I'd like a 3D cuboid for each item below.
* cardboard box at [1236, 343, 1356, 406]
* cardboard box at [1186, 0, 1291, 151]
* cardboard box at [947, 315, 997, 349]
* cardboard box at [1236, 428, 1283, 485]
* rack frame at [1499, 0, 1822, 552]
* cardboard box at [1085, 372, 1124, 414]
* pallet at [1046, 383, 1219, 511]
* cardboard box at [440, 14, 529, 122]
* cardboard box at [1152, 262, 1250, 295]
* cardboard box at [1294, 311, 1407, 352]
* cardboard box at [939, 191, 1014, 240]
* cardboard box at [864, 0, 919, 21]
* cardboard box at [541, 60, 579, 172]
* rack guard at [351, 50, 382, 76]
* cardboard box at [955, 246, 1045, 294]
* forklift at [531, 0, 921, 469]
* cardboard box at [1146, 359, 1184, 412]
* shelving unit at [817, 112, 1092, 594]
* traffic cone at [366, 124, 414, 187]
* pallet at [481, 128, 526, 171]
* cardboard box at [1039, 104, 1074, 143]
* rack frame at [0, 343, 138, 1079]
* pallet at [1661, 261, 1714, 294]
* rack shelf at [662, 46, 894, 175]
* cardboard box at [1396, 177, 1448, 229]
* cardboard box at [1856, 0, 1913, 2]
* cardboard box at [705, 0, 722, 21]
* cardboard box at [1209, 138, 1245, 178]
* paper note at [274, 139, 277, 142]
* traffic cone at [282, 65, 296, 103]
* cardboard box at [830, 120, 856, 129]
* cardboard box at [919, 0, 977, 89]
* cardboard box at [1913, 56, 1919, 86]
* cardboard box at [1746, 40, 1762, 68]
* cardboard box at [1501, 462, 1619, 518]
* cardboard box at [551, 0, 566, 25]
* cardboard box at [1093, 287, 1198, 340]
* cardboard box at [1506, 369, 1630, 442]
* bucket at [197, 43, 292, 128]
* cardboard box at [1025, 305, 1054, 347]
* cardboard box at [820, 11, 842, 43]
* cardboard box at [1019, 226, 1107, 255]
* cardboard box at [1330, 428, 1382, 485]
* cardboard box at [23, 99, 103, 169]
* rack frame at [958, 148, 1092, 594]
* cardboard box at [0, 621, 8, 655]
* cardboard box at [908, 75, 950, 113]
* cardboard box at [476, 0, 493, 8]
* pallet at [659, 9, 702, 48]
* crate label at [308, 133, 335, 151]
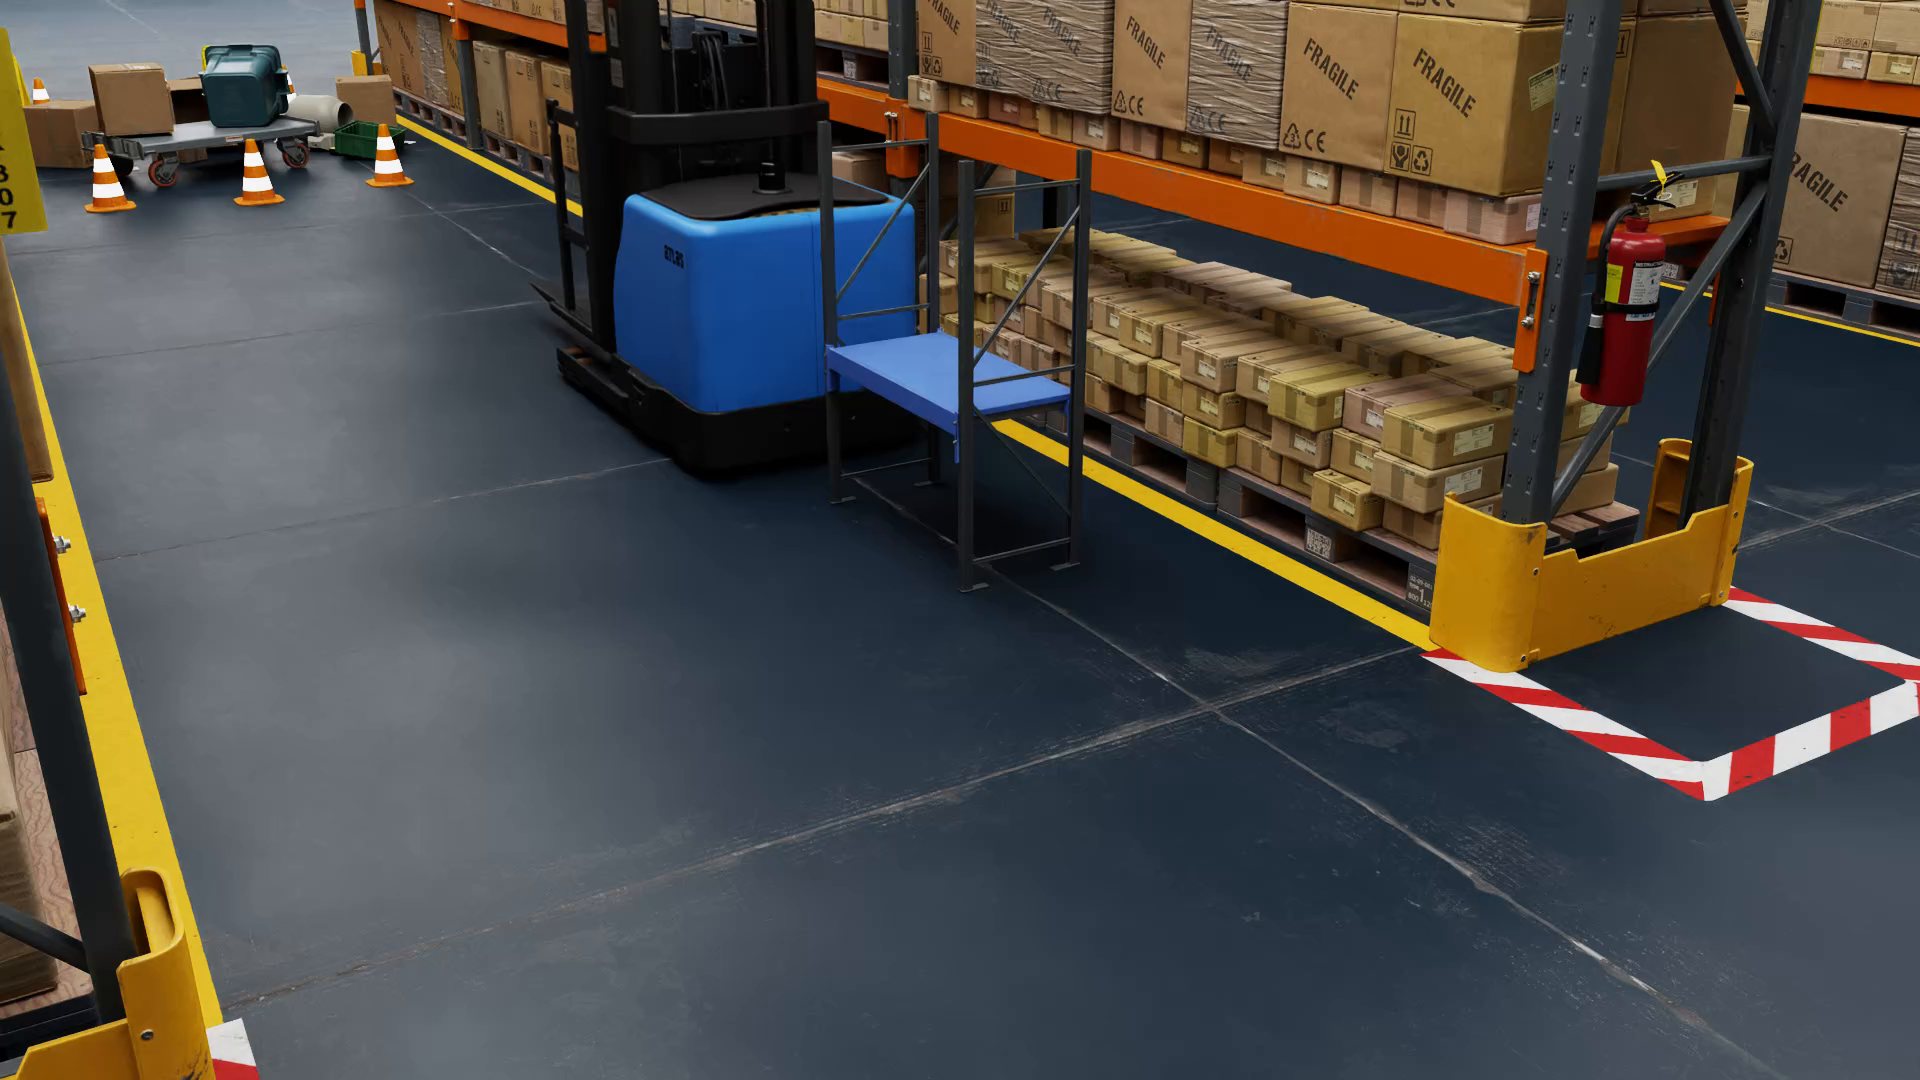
[{"bbox_3d":[1.270,-0.621,6.294,0.380,0.149,0.250,-14,26,-30],"label":"cardboard box"},{"bbox_3d":[1.180,-1.711,6.011,0.500,0.500,0.500,-13,25,-28],"label":"cardboard box"},{"bbox_3d":[0.159,-1.004,8.027,0.380,0.149,0.250,-12,25,-27],"label":"cardboard box"},{"bbox_3d":[1.292,-0.349,6.414,0.380,0.149,0.250,-12,25,-28],"label":"cardboard box"},{"bbox_3d":[2.157,-1.101,5.037,1.000,3.000,0.127,-13,25,-28],"label":"rack frame"},{"bbox_3d":[0.721,-0.678,7.225,0.380,0.149,0.250,-13,26,-30],"label":"cardboard box"},{"bbox_3d":[1.114,-0.498,7.257,1.003,0.211,1.213,-13,25,-28],"label":"pallet"},{"bbox_3d":[-4.234,-4.413,15.449,0.875,0.875,0.875,-12,25,-27],"label":"cardboard box"},{"bbox_3d":[1.100,-1.157,7.613,0.380,0.149,0.250,-14,26,-31],"label":"cardboard box"},{"bbox_3d":[1.587,-0.814,6.769,0.380,0.149,0.250,-12,25,-26],"label":"cardboard box"},{"bbox_3d":[-0.036,-1.723,9.329,0.500,0.500,0.500,-12,25,-26],"label":"cardboard box"},{"bbox_3d":[-0.259,-2.703,8.359,0.380,0.149,0.250,-12,25,-27],"label":"cardboard box"},{"bbox_3d":[-2.613,-3.340,12.975,1.050,0.750,0.750,-12,25,-27],"label":"cardboard box"},{"bbox_3d":[-6.028,-5.130,18.270,1.175,0.500,0.348,-13,25,-28],"label":"rack guard"},{"bbox_3d":[0.201,-1.294,7.949,0.380,0.149,0.250,-11,25,-26],"label":"cardboard box"},{"bbox_3d":[-1.343,-2.159,7.731,1.130,2.935,3.031,-12,25,-27],"label":"forklift"},{"bbox_3d":[0.984,-0.649,6.757,0.380,0.149,0.250,-11,25,-26],"label":"cardboard box"},{"bbox_3d":[-0.044,-0.722,6.097,0.538,1.500,1.048,-13,25,-28],"label":"shelving unit"},{"bbox_3d":[-4.586,-3.086,13.289,0.336,0.463,0.334,-13,25,-28],"label":"traffic cone"},{"bbox_3d":[-3.514,-3.459,14.541,1.003,0.211,1.213,-13,25,-28],"label":"pallet"},{"bbox_3d":[0.561,-1.796,7.081,0.380,0.149,0.250,-12,25,-27],"label":"cardboard box"},{"bbox_3d":[-2.050,-0.116,2.613,0.949,2.616,0.053,-13,25,-28],"label":"rack frame"},{"bbox_3d":[4.750,-1.764,10.372,1.003,0.211,1.213,-13,25,-28],"label":"pallet"},{"bbox_3d":[-0.908,-2.710,9.951,1.077,0.370,4.000,-13,25,-28],"label":"rack shelf"},{"bbox_3d":[1.653,-1.124,5.426,0.380,0.149,0.250,-13,25,-28],"label":"cardboard box"},{"bbox_3d":[4.969,-3.201,9.010,0.500,0.500,0.500,-14,26,-30],"label":"cardboard box"},{"bbox_3d":[-1.322,-3.239,10.072,0.380,0.149,0.250,-12,25,-27],"label":"cardboard box"},{"bbox_3d":[1.165,-1.470,6.278,0.380,0.149,0.250,-14,26,-30],"label":"cardboard box"},{"bbox_3d":[-6.240,-3.694,15.371,0.172,0.023,0.155,-4,22,-10],"label":"paper note"},{"bbox_3d":[-6.966,-4.660,17.163,0.336,0.463,0.334,-13,25,-28],"label":"traffic cone"},{"bbox_3d":[-0.568,-2.408,10.018,0.500,0.250,0.500,-12,25,-26],"label":"cardboard box"},{"bbox_3d":[0.150,-2.372,7.635,0.500,0.500,0.500,-13,26,-29],"label":"cardboard box"},{"bbox_3d":[5.227,-2.453,8.697,0.380,0.149,0.250,-12,25,-27],"label":"cardboard box"},{"bbox_3d":[4.700,-2.786,9.517,0.380,0.149,0.250,-13,26,-30],"label":"cardboard box"},{"bbox_3d":[2.164,-0.206,6.064,0.380,0.149,0.250,-12,25,-27],"label":"cardboard box"},{"bbox_3d":[-2.644,-3.993,12.019,0.500,0.500,0.500,-13,25,-28],"label":"cardboard box"},{"bbox_3d":[0.796,-0.971,7.155,0.380,0.149,0.250,-14,26,-30],"label":"cardboard box"},{"bbox_3d":[2.181,-0.486,5.961,0.380,0.149,0.250,-14,26,-31],"label":"cardboard box"},{"bbox_3d":[-6.024,-3.774,13.942,0.726,0.611,0.620,-4,32,-10],"label":"bucket"},{"bbox_3d":[0.521,-1.004,7.632,0.380,0.149,0.250,-14,26,-31],"label":"cardboard box"},{"bbox_3d":[-0.518,-2.730,8.820,0.380,0.149,0.250,-13,25,-28],"label":"cardboard box"},{"bbox_3d":[0.519,-1.481,8.409,0.380,0.149,0.250,-12,25,-27],"label":"cardboard box"},{"bbox_3d":[1.555,-0.324,5.958,0.380,0.149,0.250,-13,26,-29],"label":"cardboard box"},{"bbox_3d":[-7.554,-3.453,14.139,0.500,0.500,0.500,4,22,9],"label":"cardboard box"},{"bbox_3d":[0.216,-0.558,5.692,0.500,1.500,0.032,-13,25,-28],"label":"rack frame"},{"bbox_3d":[-3.404,0.095,4.940,0.875,0.438,0.875,-13,26,-30],"label":"cardboard box"},{"bbox_3d":[-0.023,-2.125,7.890,0.380,0.149,0.250,-12,25,-26],"label":"cardboard box"},{"bbox_3d":[-3.677,-4.647,13.628,0.500,0.500,0.500,-12,25,-28],"label":"cardboard box"},{"bbox_3d":[-1.474,-3.392,10.928,1.213,0.211,1.003,-13,25,-28],"label":"pallet"},{"bbox_3d":[-5.692,-3.568,14.908,0.250,0.136,0.298,8,23,18],"label":"crate label"}]
